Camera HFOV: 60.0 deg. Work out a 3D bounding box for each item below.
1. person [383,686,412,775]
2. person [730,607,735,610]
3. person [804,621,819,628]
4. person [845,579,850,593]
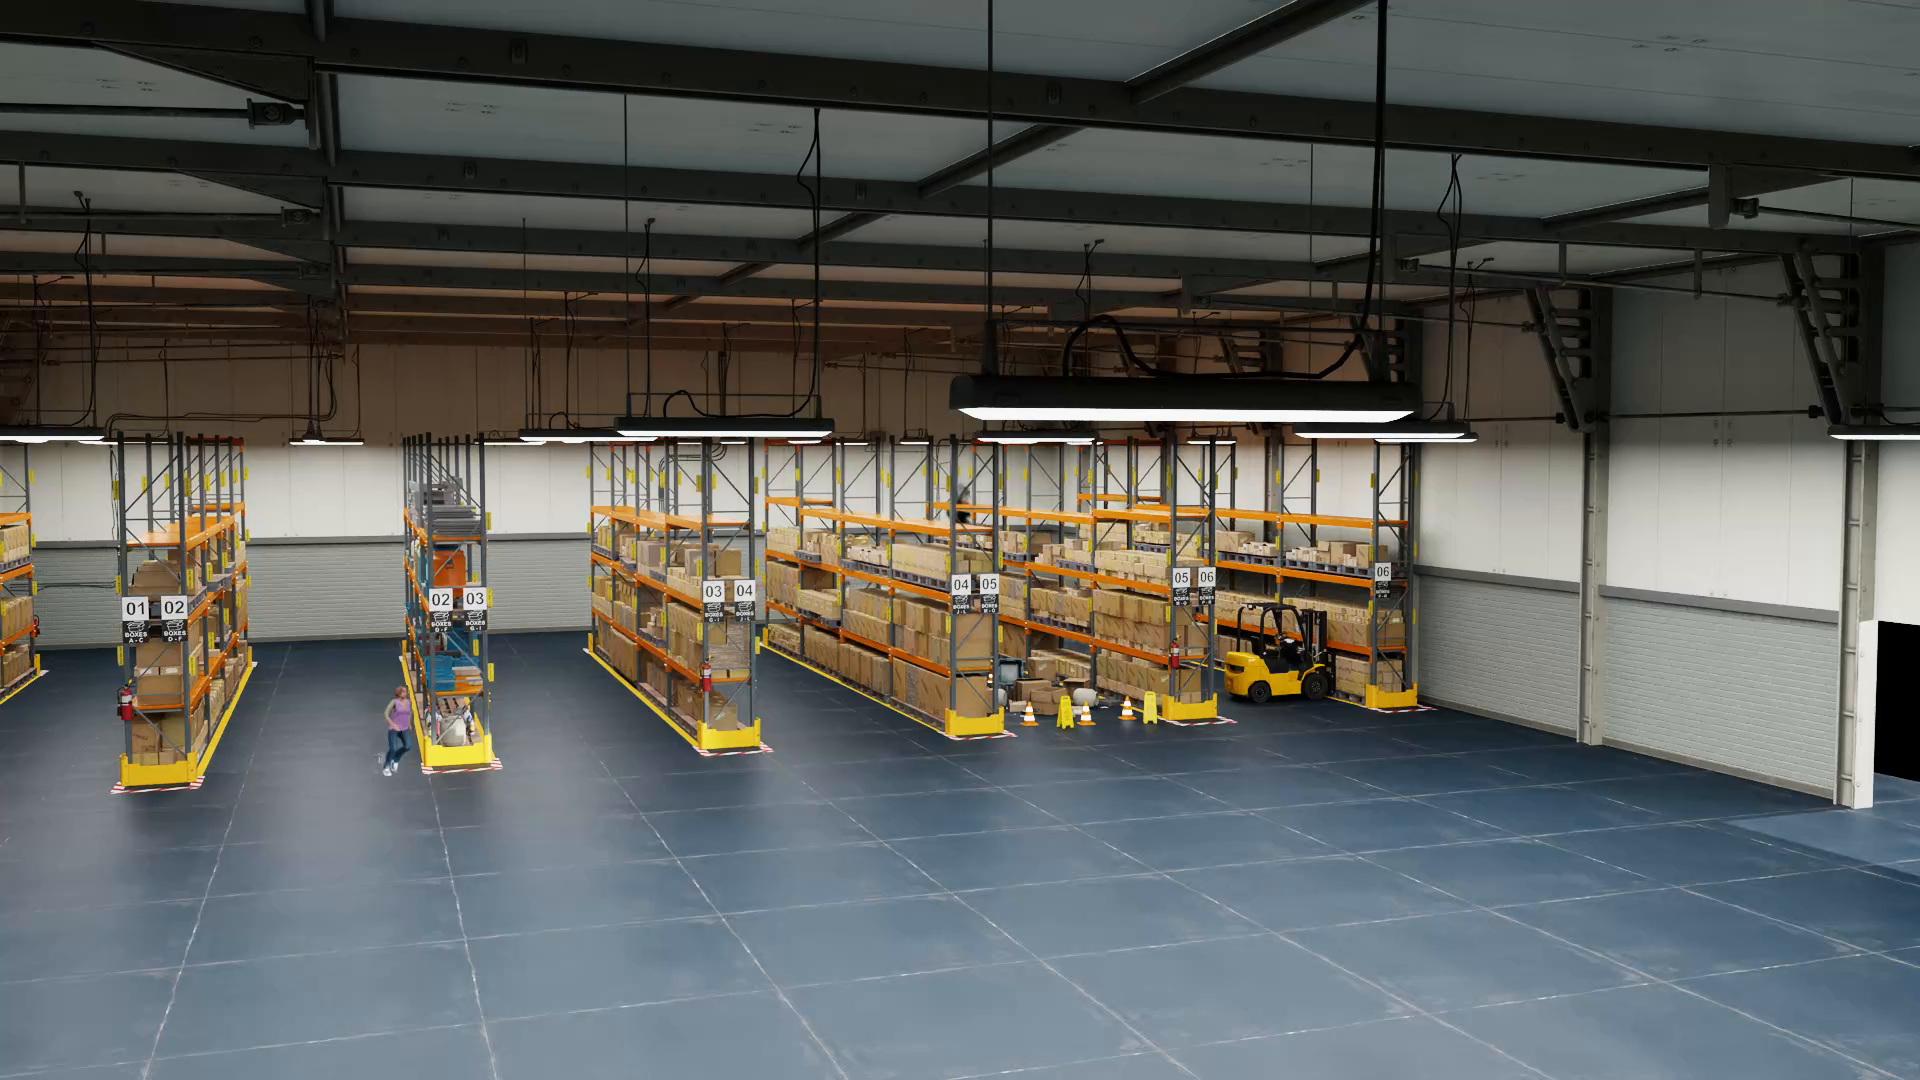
[{"bbox_3d":[-9.822,3.333,29.171,0.511,1.543,0.601,3,4,41],"label":"person"},{"bbox_3d":[-6.206,2.277,46.224,0.656,1.808,0.720,-1,3,-16],"label":"person"},{"bbox_3d":[-4.571,2.111,49.982,0.683,1.721,0.707,-1,3,-14],"label":"person"},{"bbox_3d":[-3.497,2.049,50.523,0.605,1.752,0.644,-1,3,-13],"label":"person"}]
